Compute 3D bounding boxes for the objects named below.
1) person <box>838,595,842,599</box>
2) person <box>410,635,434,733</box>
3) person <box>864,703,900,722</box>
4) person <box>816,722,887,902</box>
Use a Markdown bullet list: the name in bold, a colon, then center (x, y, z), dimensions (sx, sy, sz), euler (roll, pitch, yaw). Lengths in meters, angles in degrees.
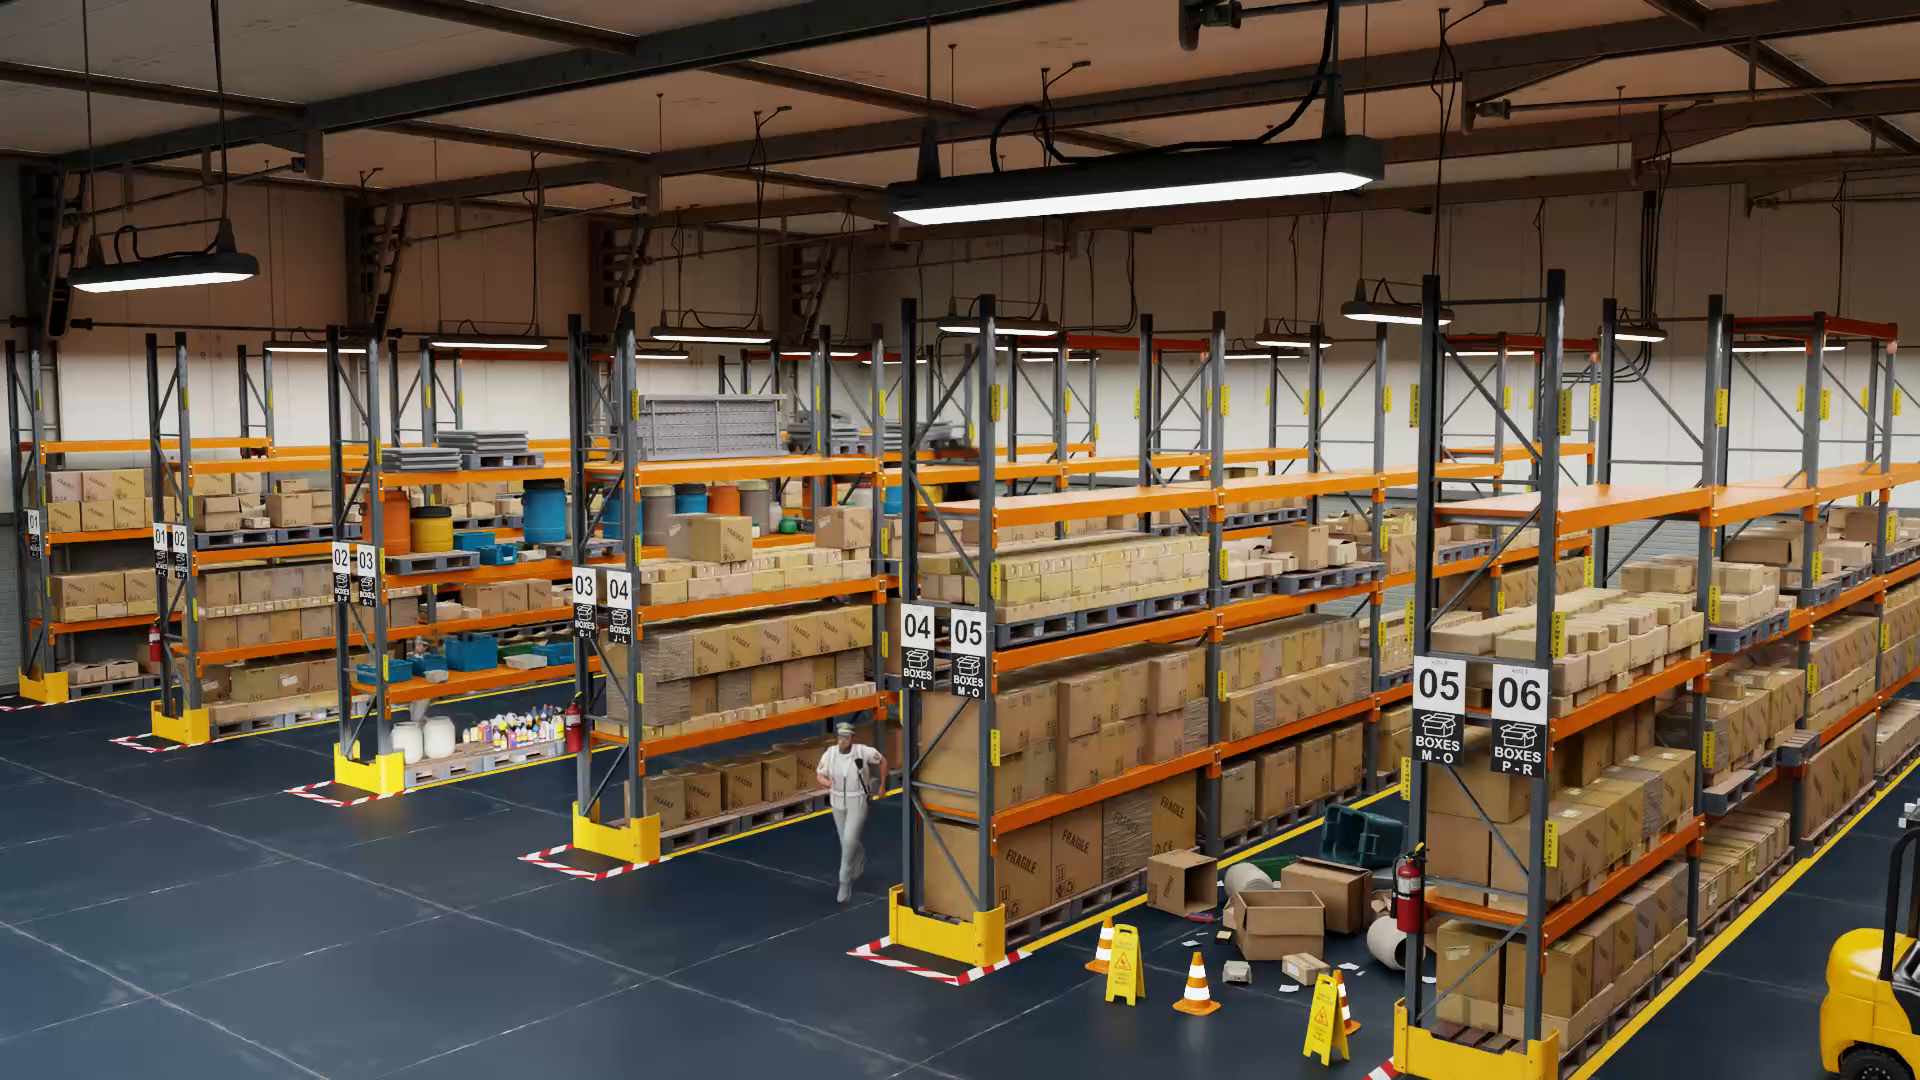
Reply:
- **person**: center (-2.632, 1.435, 32.447), dimensions (0.588, 1.679, 0.741), euler (3, 6, 34)
- **person**: center (-7.757, 2.188, 23.917), dimensions (0.609, 1.651, 0.560), euler (3, 6, 31)
- **person**: center (-1.115, 2.122, 24.606), dimensions (0.636, 1.729, 0.830), euler (5, 7, 44)
- **person**: center (-1.124, 2.752, 17.203), dimensions (0.688, 1.836, 0.903), euler (1, 5, 14)
